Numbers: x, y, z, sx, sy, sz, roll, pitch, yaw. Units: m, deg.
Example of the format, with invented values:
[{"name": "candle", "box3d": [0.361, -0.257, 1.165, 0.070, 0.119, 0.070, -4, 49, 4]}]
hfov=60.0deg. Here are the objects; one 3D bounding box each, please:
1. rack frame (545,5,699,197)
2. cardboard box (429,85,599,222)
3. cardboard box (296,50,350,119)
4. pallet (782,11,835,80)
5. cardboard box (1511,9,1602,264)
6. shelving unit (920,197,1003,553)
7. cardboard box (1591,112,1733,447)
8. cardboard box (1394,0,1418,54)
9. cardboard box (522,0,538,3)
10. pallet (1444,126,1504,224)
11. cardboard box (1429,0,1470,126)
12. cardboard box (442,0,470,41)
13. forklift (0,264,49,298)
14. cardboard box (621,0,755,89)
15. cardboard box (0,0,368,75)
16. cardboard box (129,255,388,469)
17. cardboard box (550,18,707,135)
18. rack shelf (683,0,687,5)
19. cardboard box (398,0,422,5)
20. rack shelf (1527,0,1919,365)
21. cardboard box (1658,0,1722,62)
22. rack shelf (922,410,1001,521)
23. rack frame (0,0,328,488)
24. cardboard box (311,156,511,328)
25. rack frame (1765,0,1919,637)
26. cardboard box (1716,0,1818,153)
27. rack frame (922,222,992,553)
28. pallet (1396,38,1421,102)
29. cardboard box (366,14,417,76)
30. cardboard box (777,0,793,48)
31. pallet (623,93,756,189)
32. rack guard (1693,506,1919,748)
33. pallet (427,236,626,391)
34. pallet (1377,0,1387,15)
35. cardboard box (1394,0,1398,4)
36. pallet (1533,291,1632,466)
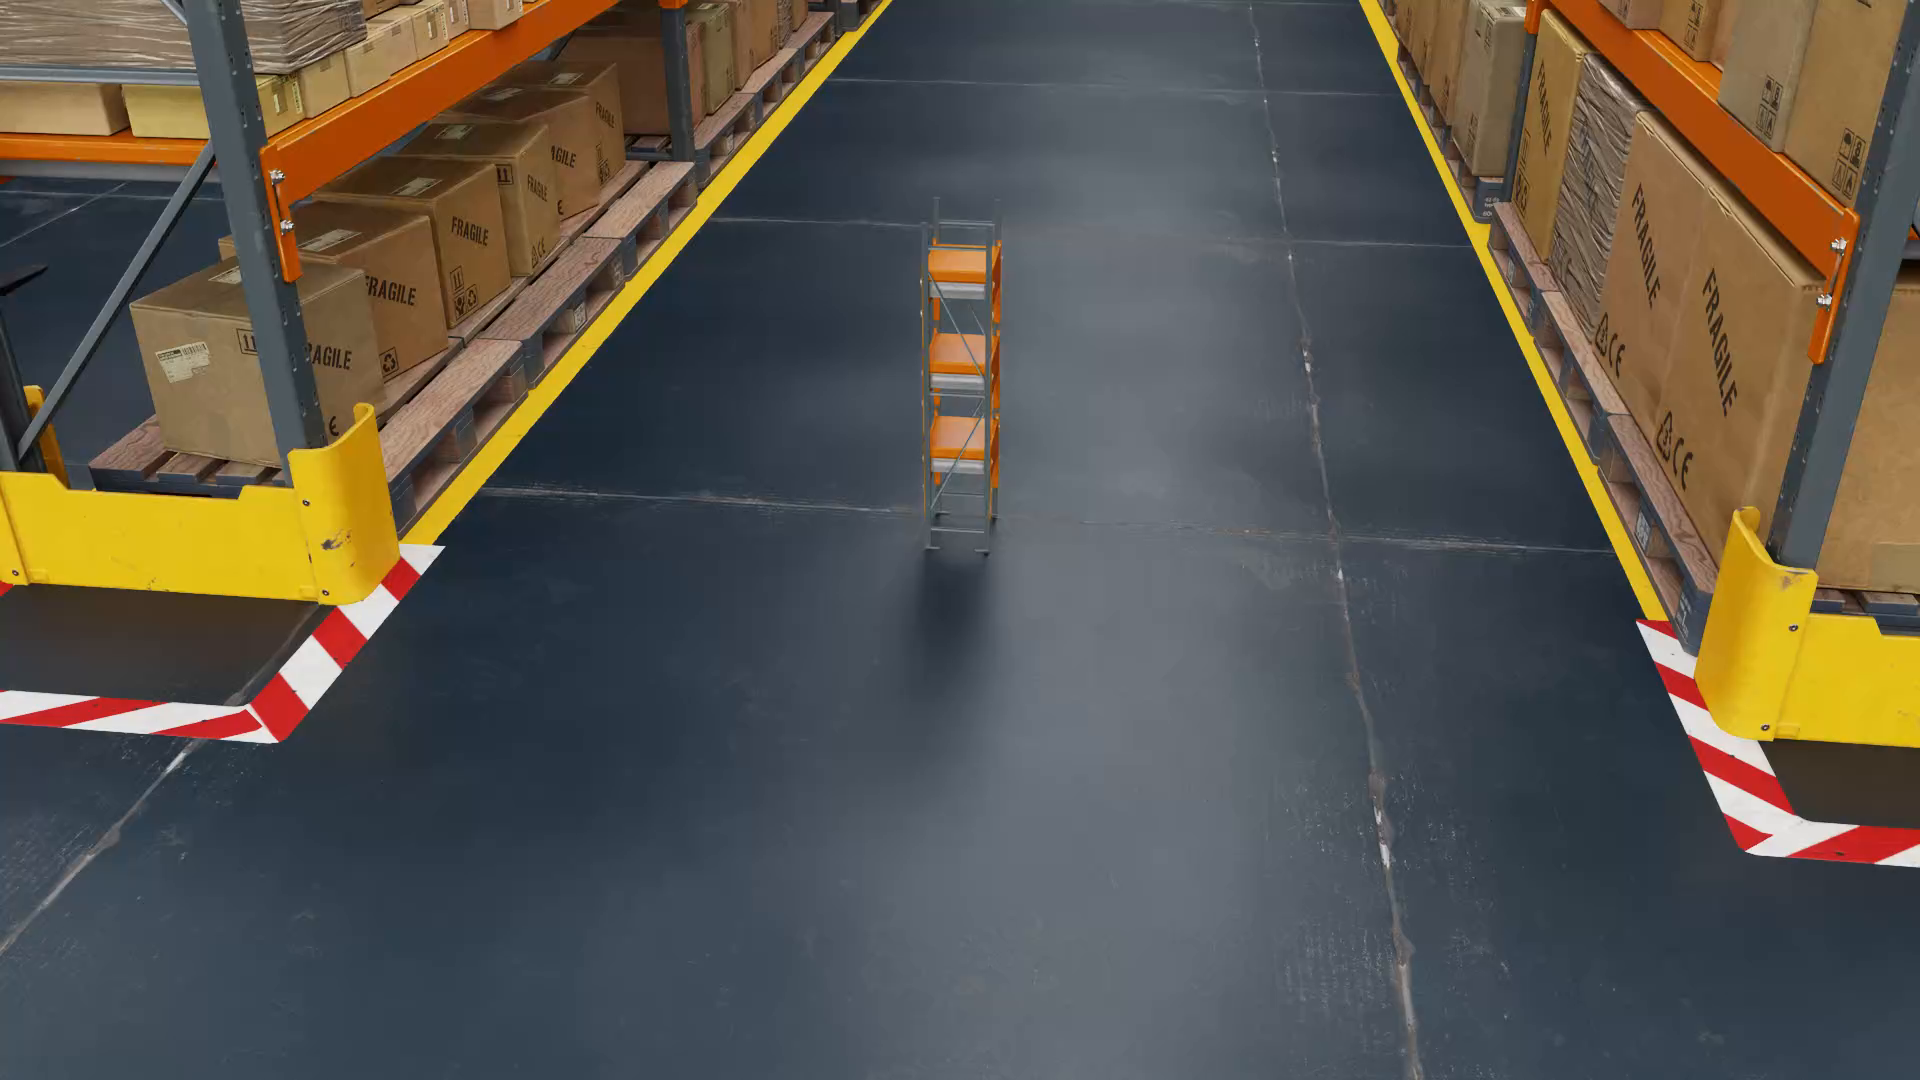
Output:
[{"name": "rack frame", "box3d": [-1.843, -3.087, 7.817, 1.000, 3.000, 0.127, 3, 28, 6]}, {"name": "cardboard box", "box3d": [-1.995, -1.715, 7.464, 0.500, 0.500, 0.500, 13, 31, 22]}, {"name": "cardboard box", "box3d": [-2.012, -1.330, 4.822, 0.380, 0.149, 0.250, 3, 28, 6]}, {"name": "pallet", "box3d": [-1.451, -3.374, 11.291, 1.003, 0.211, 1.213, 3, 28, 6]}, {"name": "cardboard box", "box3d": [2.920, -1.709, 7.056, 0.875, 0.875, 0.875, 4, 29, 7]}, {"name": "shelving unit", "box3d": [0.007, -0.487, 5.048, 0.215, 1.050, 0.252, 3, 28, 6]}, {"name": "cardboard box", "box3d": [2.700, -0.855, 5.472, 0.875, 0.875, 0.875, 3, 28, 5]}, {"name": "cardboard box", "box3d": [3.393, -3.547, 10.601, 1.050, 0.750, 0.750, 3, 28, 6]}, {"name": "cardboard box", "box3d": [-1.776, -2.153, 6.348, 0.380, 0.149, 0.250, 3, 28, 6]}, {"name": "pallet", "box3d": [3.087, -1.891, 8.538, 1.003, 0.211, 1.213, 3, 28, 6]}, {"name": "cardboard box", "box3d": [3.176, -2.697, 9.023, 1.050, 0.750, 0.750, 3, 28, 6]}, {"name": "cardboard box", "box3d": [-1.915, -1.803, 5.698, 0.380, 0.149, 0.250, 3, 28, 6]}, {"name": "forklift", "box3d": [-4.473, -1.575, 5.084, 1.130, 2.935, 3.031, 7, 29, 13]}, {"name": "cardboard box", "box3d": [-1.602, -2.955, 9.744, 0.700, 0.500, 0.500, 1, 28, 2]}, {"name": "cardboard box", "box3d": [-2.239, -1.636, 4.706, 0.875, 0.500, 0.500, 3, 28, 6]}, {"name": "cardboard box", "box3d": [-2.240, -0.582, 5.360, 0.500, 0.500, 0.500, 9, 30, 16]}, {"name": "cardboard box", "box3d": [-1.747, -2.468, 8.840, 0.700, 0.500, 0.500, 1, 28, 2]}, {"name": "rack shelf", "box3d": [-1.598, -3.712, 9.735, 1.077, 0.370, 4.000, 3, 28, 6]}, {"name": "cardboard box", "box3d": [-2.193, -2.112, 5.588, 0.875, 0.500, 0.500, 3, 28, 6]}, {"name": "rack shelf", "box3d": [2.822, -1.493, 5.617, 1.077, 0.370, 4.000, 3, 28, 6]}, {"name": "cardboard box", "box3d": [2.840, -1.880, 5.419, 0.875, 0.550, 0.500, 3, 28, 6]}, {"name": "rack shelf", "box3d": [0.007, -0.233, 5.185, 0.215, 0.259, 0.240, 3, 28, 6]}, {"name": "rack frame", "box3d": [-2.334, -1.204, 4.322, 1.000, 3.000, 0.127, 3, 28, 6]}, {"name": "cardboard box", "box3d": [-2.106, -1.158, 6.430, 0.500, 0.500, 0.500, 6, 29, 11]}, {"name": "rack frame", "box3d": [2.577, -0.868, 3.699, 1.000, 3.000, 0.127, 3, 28, 6]}, {"name": "cardboard box", "box3d": [2.623, -1.372, 4.476, 0.875, 0.550, 0.550, 3, 28, 6]}, {"name": "rack frame", "box3d": [-0.008, -0.430, 4.941, 0.200, 1.050, 0.008, 3, 28, 6]}, {"name": "pallet", "box3d": [3.385, -3.040, 10.670, 1.003, 0.211, 1.213, 3, 28, 6]}, {"name": "cardboard box", "box3d": [-1.957, -1.566, 5.259, 0.380, 0.149, 0.250, 3, 28, 6]}, {"name": "cardboard box", "box3d": [-1.471, -3.485, 10.727, 0.700, 0.500, 0.500, 1, 28, 2]}, {"name": "pallet", "box3d": [-1.750, -2.226, 9.159, 1.003, 0.211, 1.213, 3, 28, 6]}, {"name": "rack guard", "box3d": [2.574, 0.243, 4.271, 1.175, 0.500, 0.348, 3, 28, 6]}, {"name": "pallet", "box3d": [-2.038, -0.965, 6.819, 1.003, 0.211, 1.213, 3, 28, 6]}, {"name": "pallet", "box3d": [3.806, -4.347, 13.096, 1.003, 0.211, 1.213, 3, 28, 6]}, {"name": "cardboard box", "box3d": [3.378, -4.043, 11.785, 0.500, 0.500, 0.500, 3, 28, 6]}, {"name": "pallet", "box3d": [2.749, -0.594, 6.131, 1.003, 0.211, 1.213, 3, 28, 6]}]
